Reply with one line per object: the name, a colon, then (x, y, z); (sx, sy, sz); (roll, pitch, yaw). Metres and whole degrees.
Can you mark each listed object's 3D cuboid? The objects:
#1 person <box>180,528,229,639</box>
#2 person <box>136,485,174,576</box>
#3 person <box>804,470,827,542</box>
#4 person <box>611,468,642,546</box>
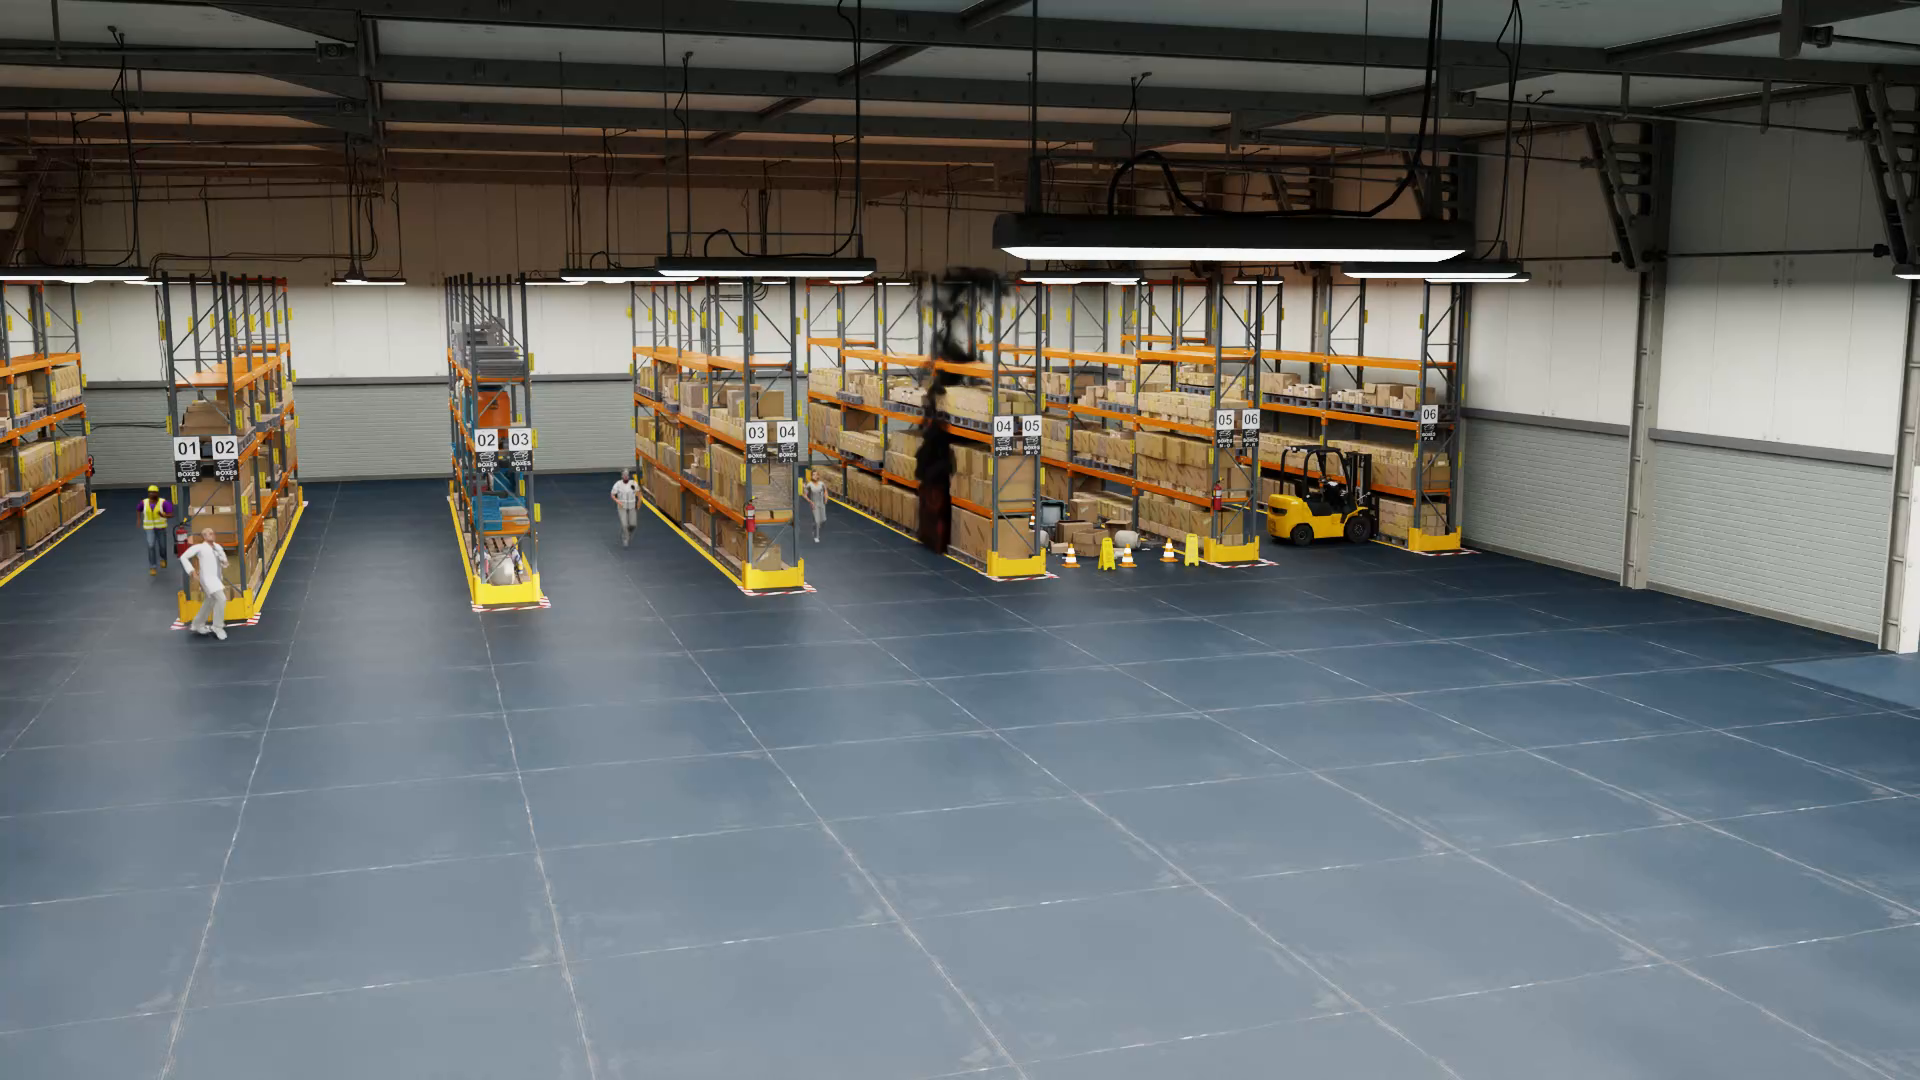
person: (-12.448, 0.718, 27.581); (0.723, 1.833, 0.731); (1, 9, 5)
person: (-16.206, -0.223, 33.505); (0.694, 1.767, 0.969); (-3, 9, -22)
person: (-3.263, -0.769, 37.813); (0.571, 1.634, 0.535); (-3, 9, -21)
person: (-7.465, -0.746, 37.298); (0.698, 1.738, 0.620); (-3, 9, -21)
